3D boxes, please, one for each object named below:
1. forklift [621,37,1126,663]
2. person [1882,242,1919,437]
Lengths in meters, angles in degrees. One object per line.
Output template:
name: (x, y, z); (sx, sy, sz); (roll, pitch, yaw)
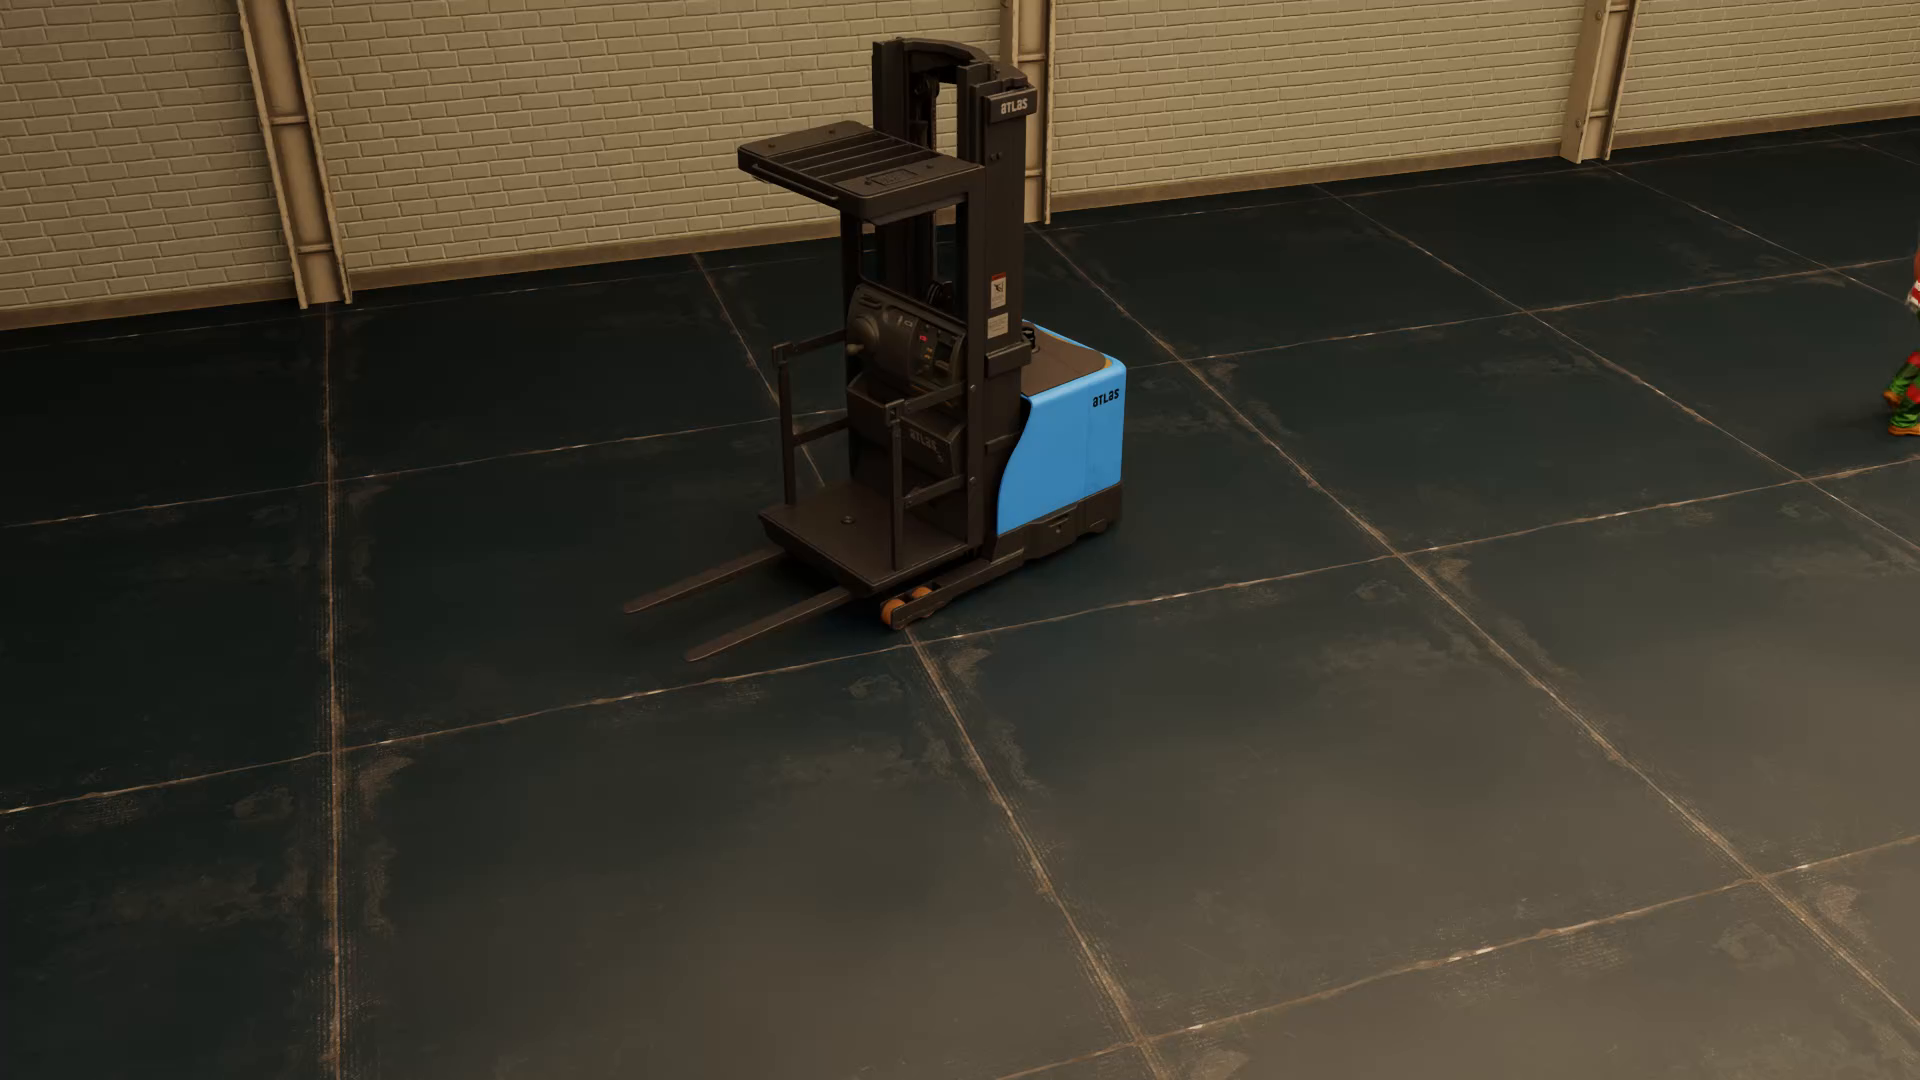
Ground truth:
forklift: (-0.461, -1.072, 8.951); (3.031, 2.935, 1.130); (-23, 37, -34)
person: (6.508, -1.533, 10.921); (0.472, 1.768, 0.685); (-3, 30, -5)
